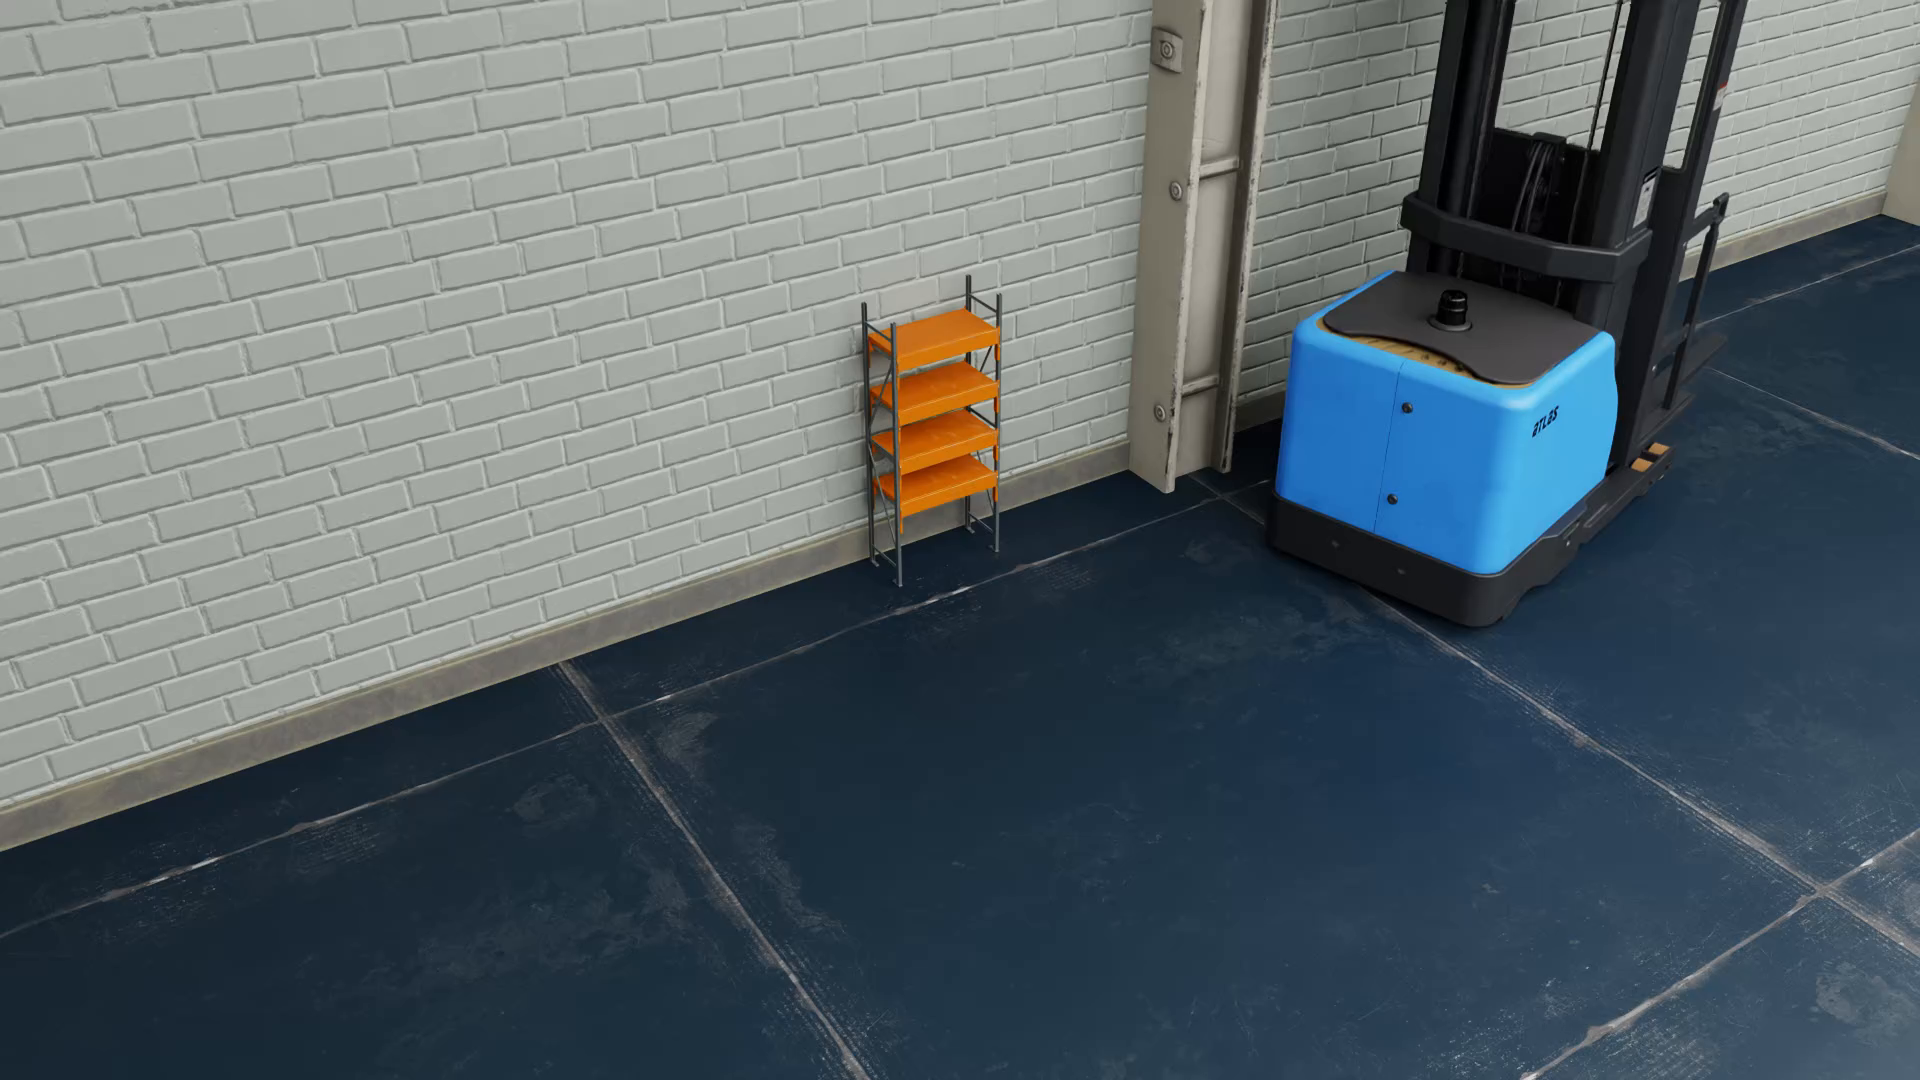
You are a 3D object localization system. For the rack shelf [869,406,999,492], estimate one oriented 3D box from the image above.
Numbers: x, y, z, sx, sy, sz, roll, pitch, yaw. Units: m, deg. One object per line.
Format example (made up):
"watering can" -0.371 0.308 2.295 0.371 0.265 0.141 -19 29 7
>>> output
"rack shelf" -0.109 -0.380 6.853 0.480 0.148 0.258 -19 37 -28

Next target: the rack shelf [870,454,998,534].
"rack shelf" -0.110 -0.212 6.959 0.480 0.148 0.258 -19 37 -28

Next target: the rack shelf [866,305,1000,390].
"rack shelf" -0.109 -0.769 6.607 0.480 0.148 0.258 -19 37 -28

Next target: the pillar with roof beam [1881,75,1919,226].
"pillar with roof beam" 8.395 -3.947 5.073 0.400 9.000 9.100 -19 37 -27

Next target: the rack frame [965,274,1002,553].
"rack frame" 0.094 -0.508 6.930 0.015 1.200 0.240 -19 37 -28

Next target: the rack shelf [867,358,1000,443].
"rack shelf" -0.109 -0.569 6.733 0.480 0.148 0.258 -19 37 -28

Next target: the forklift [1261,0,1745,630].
"forklift" 2.638 -1.589 7.023 1.130 2.935 3.031 25 40 34

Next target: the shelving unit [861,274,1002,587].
"shelving unit" -0.109 -0.437 6.817 0.503 1.200 0.258 -19 37 -28

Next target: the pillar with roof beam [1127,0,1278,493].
"pillar with roof beam" 3.352 -2.213 2.324 0.400 9.000 9.100 -19 37 -27

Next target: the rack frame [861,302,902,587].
"rack frame" -0.313 -0.365 6.704 0.015 1.200 0.240 -19 37 -28
